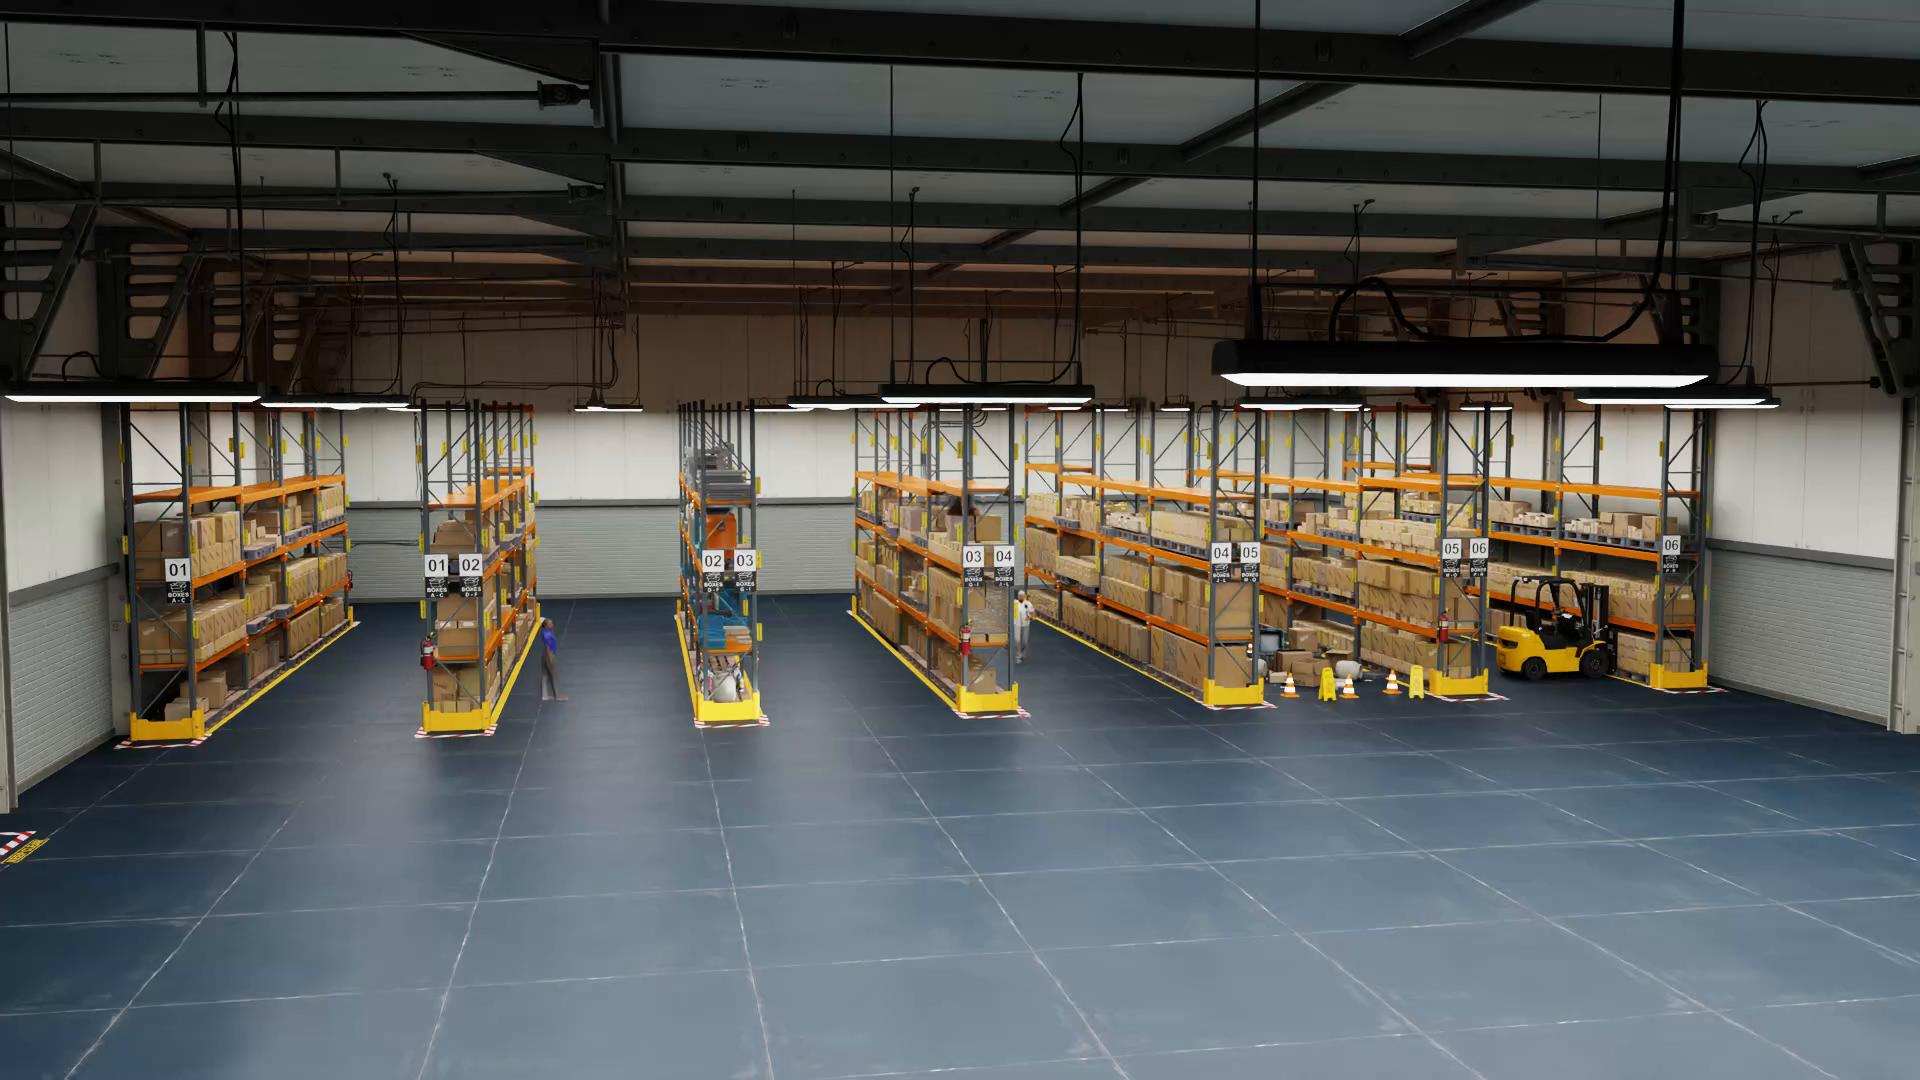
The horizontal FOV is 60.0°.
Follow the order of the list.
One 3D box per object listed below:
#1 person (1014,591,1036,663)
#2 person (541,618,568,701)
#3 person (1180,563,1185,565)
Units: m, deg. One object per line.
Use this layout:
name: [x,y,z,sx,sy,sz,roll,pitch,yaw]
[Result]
person: [1.449,2.019,38.604,0.596,1.703,0.722,-1,4,-7]
person: [-8.145,2.401,33.284,0.522,1.629,0.475,-2,5,-30]
person: [7.036,0.966,51.756,0.467,1.675,0.464,-2,5,-24]
